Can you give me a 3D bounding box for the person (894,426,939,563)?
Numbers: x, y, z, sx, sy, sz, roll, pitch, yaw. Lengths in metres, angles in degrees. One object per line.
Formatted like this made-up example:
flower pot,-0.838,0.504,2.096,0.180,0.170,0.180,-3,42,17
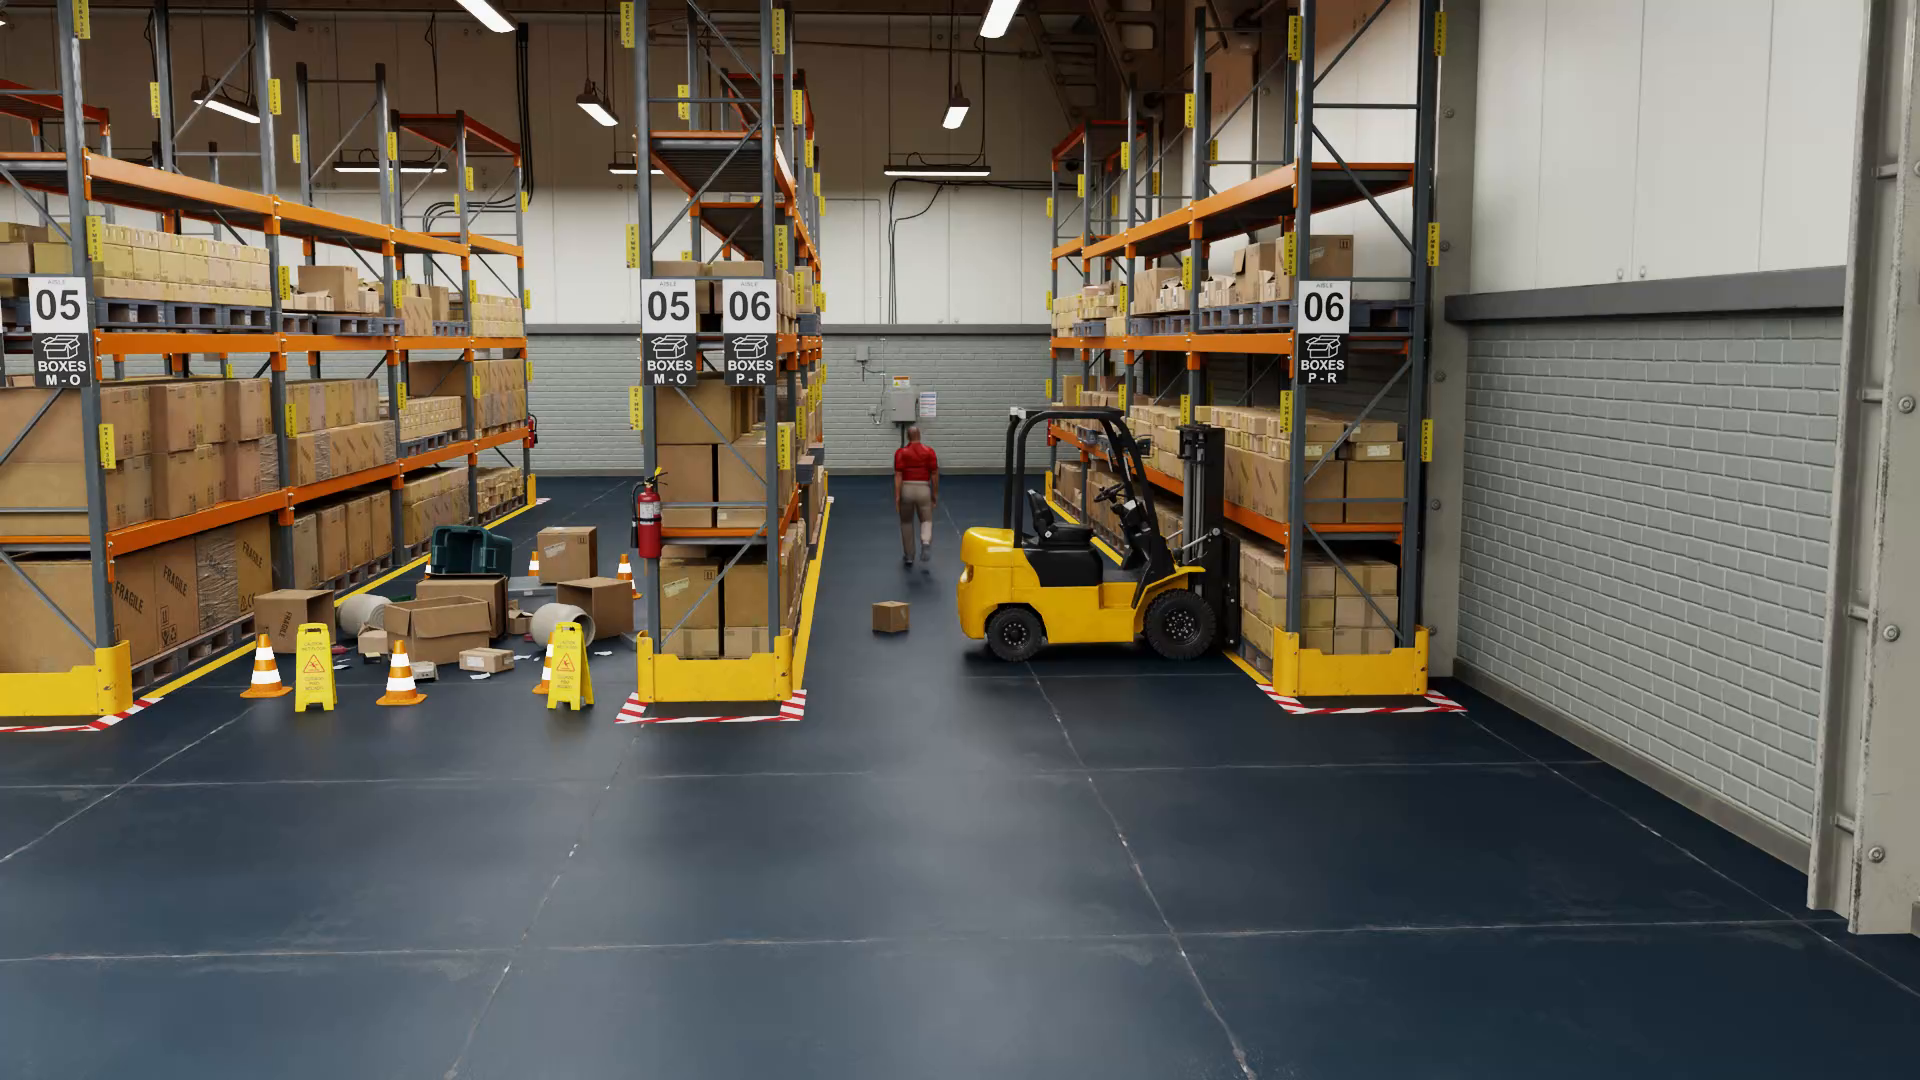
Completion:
person,-0.531,-0.550,20.328,0.542,1.694,0.789,-1,7,-4
